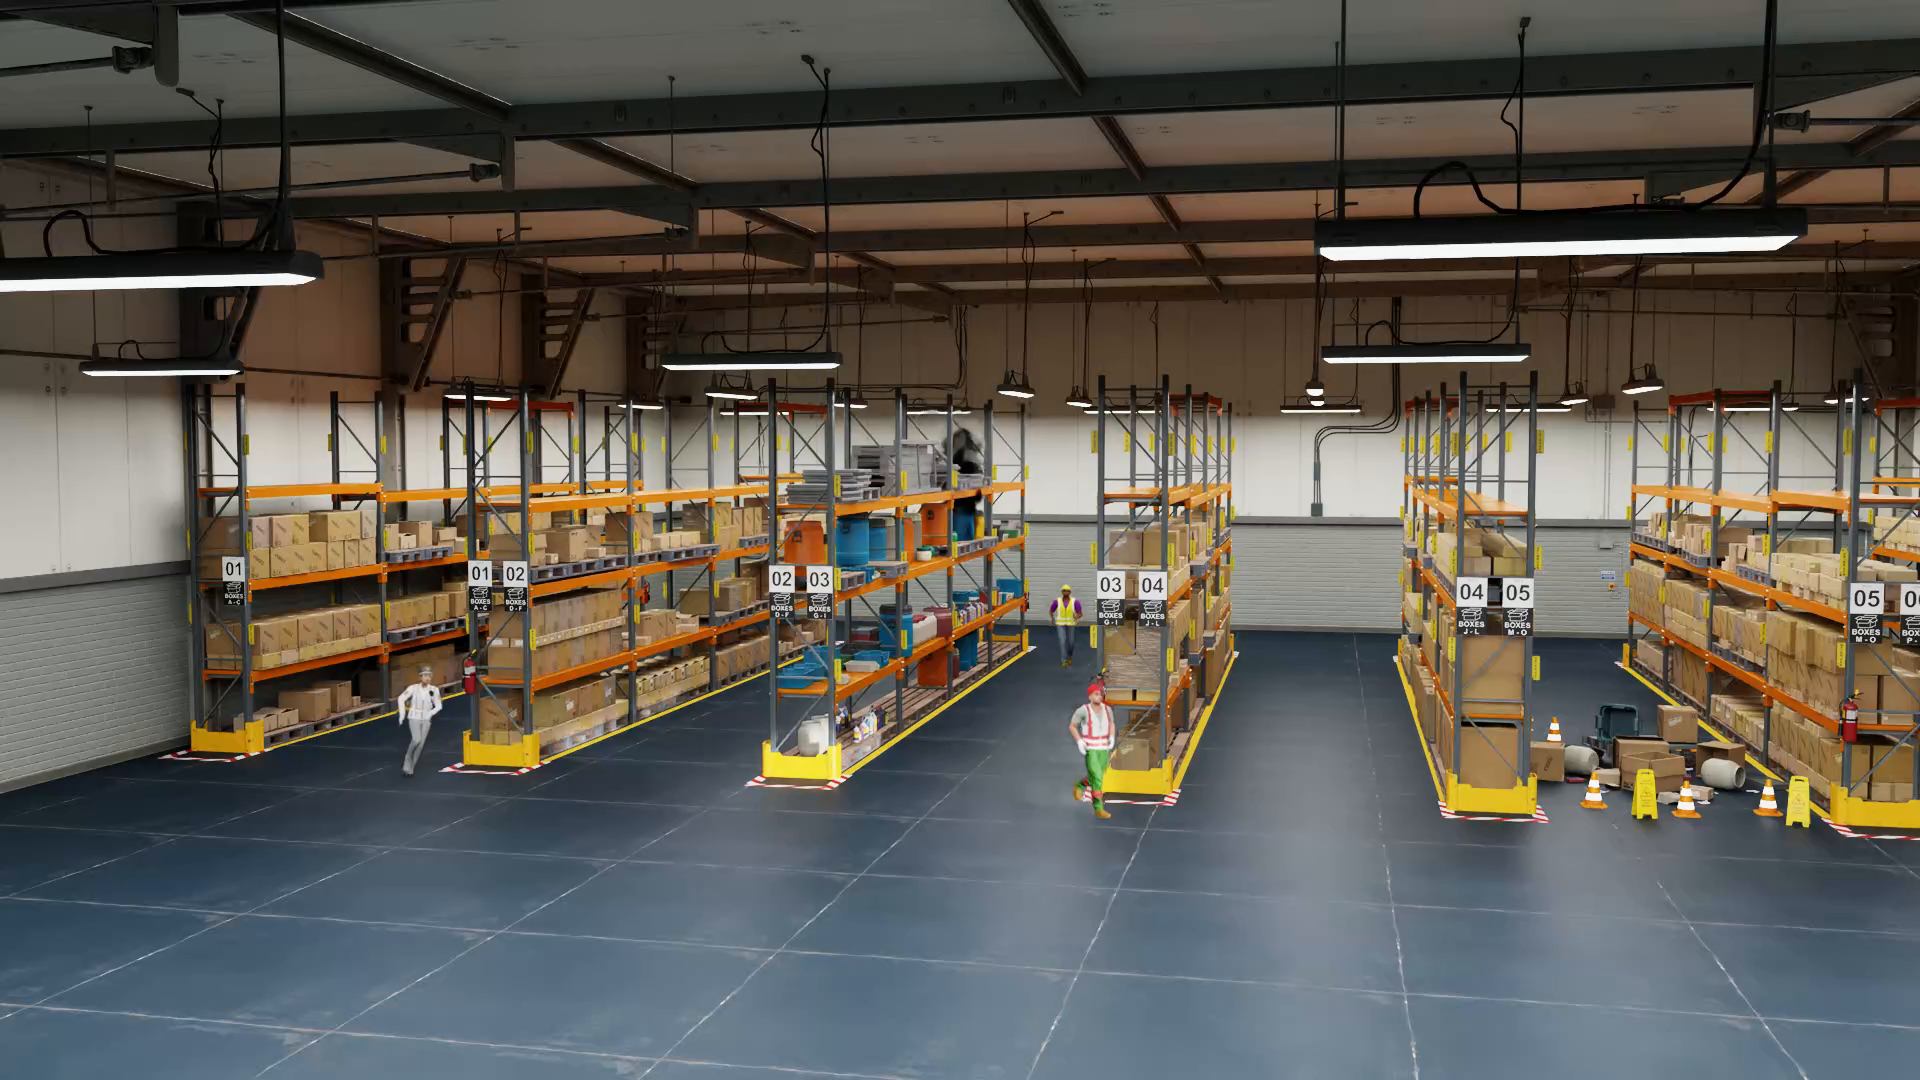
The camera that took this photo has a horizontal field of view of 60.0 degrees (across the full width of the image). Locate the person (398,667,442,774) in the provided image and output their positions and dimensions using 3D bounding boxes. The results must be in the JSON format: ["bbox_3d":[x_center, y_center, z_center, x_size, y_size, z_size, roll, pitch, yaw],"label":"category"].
[{"bbox_3d":[-8.148,2.737,25.187,0.613,1.630,0.569,-2,4,-29],"label":"person"}]

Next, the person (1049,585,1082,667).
[{"bbox_3d":[2.245,1.825,35.355,0.709,1.742,0.704,0,3,3],"label":"person"}]

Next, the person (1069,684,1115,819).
[{"bbox_3d":[1.810,2.823,22.505,0.660,1.773,0.868,-2,4,-27],"label":"person"}]

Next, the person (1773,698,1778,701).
[{"bbox_3d":[15.955,2.289,32.359,0.655,1.722,0.604,1,3,9],"label":"person"}]
